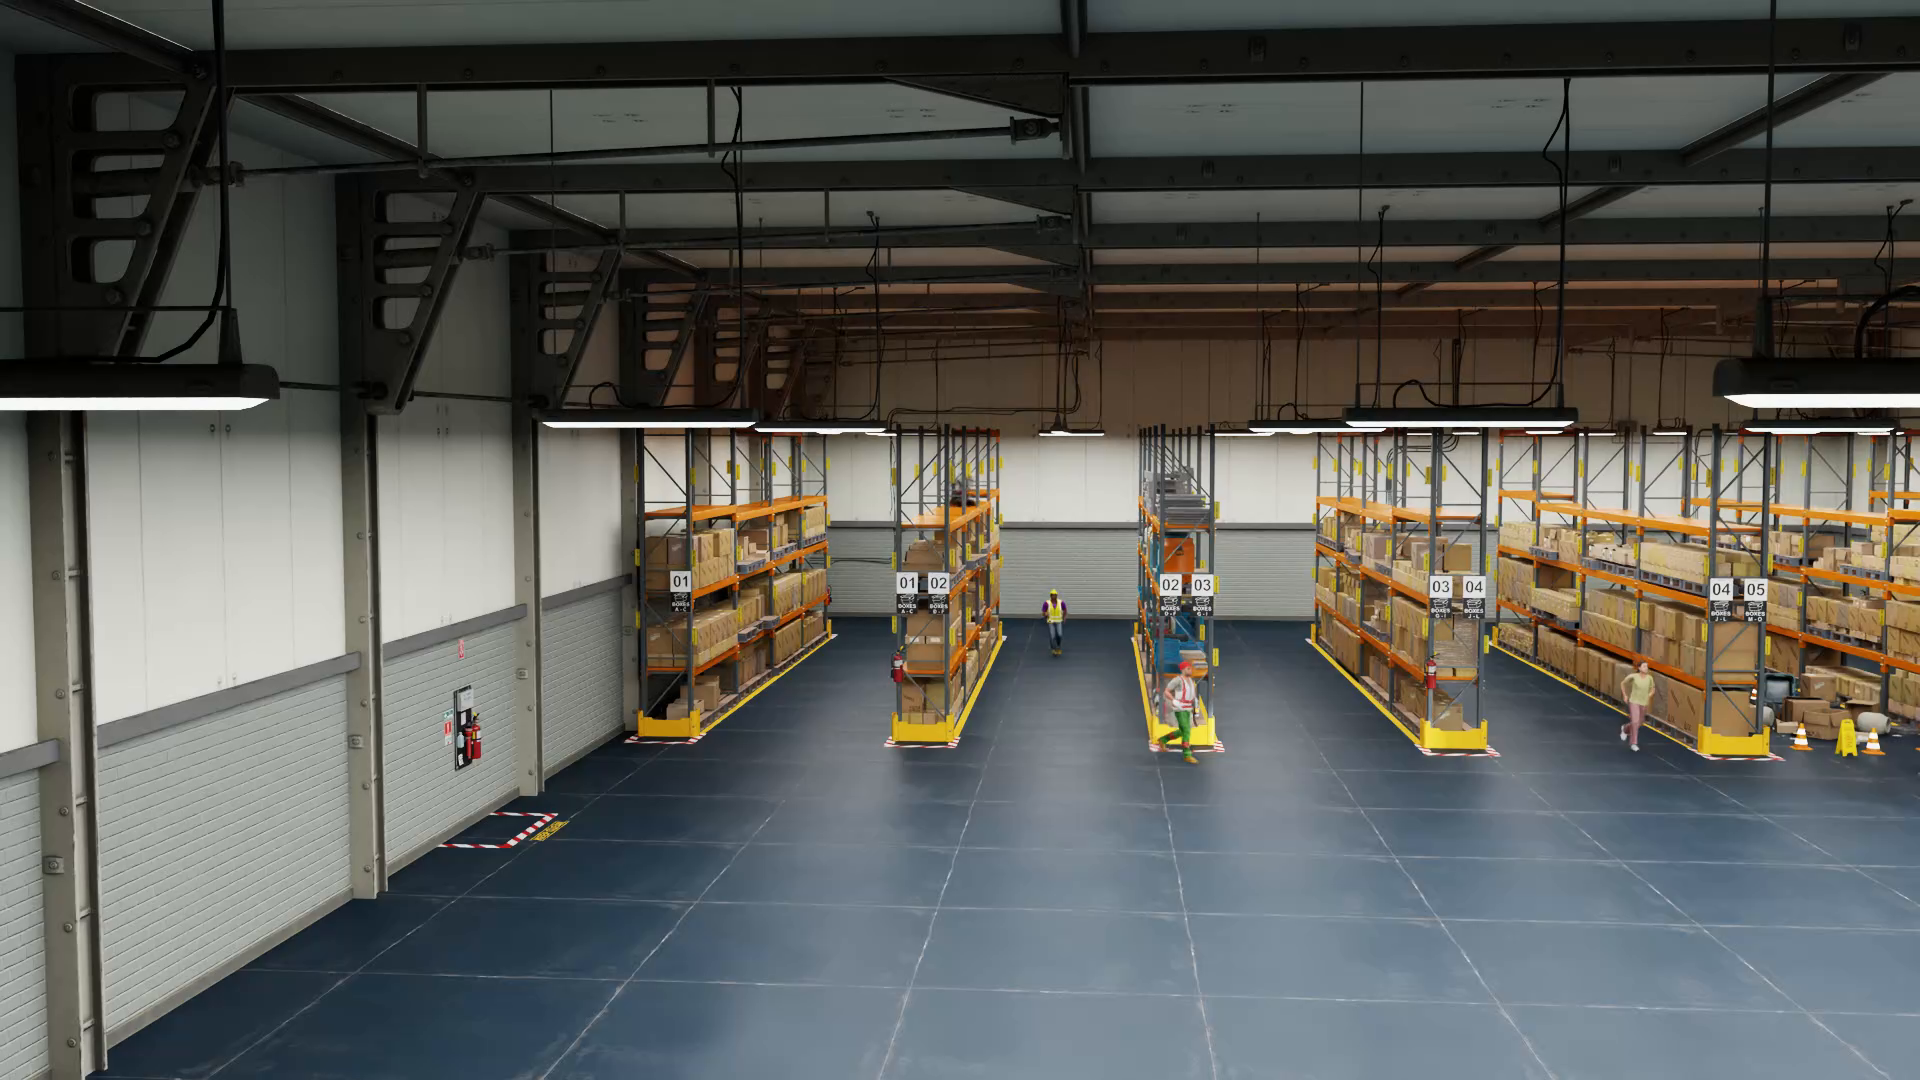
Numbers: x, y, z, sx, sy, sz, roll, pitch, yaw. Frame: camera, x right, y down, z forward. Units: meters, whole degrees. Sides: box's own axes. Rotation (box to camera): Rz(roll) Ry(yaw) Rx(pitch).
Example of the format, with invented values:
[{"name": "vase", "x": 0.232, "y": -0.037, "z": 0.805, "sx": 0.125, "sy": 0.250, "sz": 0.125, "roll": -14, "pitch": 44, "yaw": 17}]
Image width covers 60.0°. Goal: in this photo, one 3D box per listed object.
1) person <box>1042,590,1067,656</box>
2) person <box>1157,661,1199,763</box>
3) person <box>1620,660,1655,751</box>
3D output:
[{"name": "person", "x": 2.497, "y": 2.182, "z": 43.828, "sx": 0.672, "sy": 1.746, "sz": 0.657, "roll": 0, "pitch": 3, "yaw": -1}, {"name": "person", "x": 3.954, "y": 3.047, "z": 29.732, "sx": 0.907, "sy": 1.781, "sz": 0.695, "roll": 3, "pitch": 5, "yaw": 42}, {"name": "person", "x": 12.542, "y": 3.028, "z": 30.723, "sx": 0.618, "sy": 1.639, "sz": 0.858, "roll": 0, "pitch": 3, "yaw": 0}]
